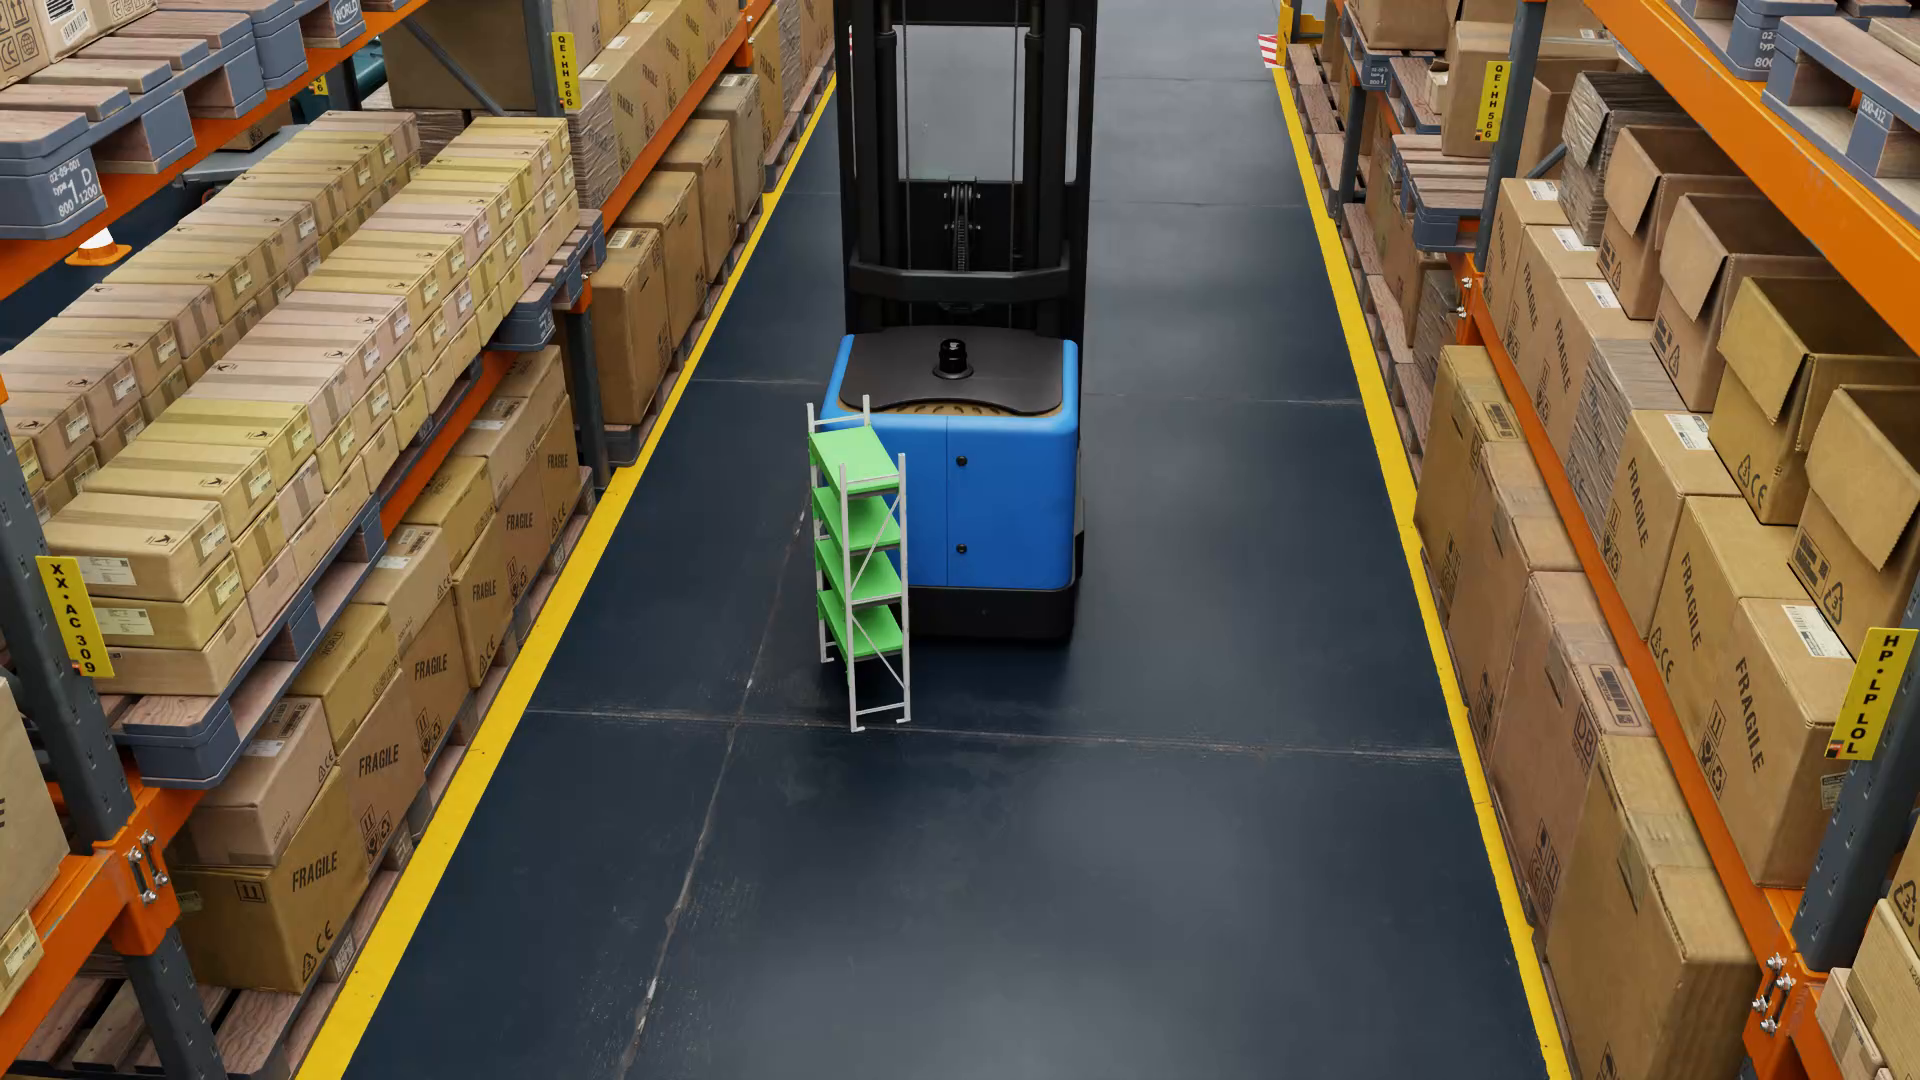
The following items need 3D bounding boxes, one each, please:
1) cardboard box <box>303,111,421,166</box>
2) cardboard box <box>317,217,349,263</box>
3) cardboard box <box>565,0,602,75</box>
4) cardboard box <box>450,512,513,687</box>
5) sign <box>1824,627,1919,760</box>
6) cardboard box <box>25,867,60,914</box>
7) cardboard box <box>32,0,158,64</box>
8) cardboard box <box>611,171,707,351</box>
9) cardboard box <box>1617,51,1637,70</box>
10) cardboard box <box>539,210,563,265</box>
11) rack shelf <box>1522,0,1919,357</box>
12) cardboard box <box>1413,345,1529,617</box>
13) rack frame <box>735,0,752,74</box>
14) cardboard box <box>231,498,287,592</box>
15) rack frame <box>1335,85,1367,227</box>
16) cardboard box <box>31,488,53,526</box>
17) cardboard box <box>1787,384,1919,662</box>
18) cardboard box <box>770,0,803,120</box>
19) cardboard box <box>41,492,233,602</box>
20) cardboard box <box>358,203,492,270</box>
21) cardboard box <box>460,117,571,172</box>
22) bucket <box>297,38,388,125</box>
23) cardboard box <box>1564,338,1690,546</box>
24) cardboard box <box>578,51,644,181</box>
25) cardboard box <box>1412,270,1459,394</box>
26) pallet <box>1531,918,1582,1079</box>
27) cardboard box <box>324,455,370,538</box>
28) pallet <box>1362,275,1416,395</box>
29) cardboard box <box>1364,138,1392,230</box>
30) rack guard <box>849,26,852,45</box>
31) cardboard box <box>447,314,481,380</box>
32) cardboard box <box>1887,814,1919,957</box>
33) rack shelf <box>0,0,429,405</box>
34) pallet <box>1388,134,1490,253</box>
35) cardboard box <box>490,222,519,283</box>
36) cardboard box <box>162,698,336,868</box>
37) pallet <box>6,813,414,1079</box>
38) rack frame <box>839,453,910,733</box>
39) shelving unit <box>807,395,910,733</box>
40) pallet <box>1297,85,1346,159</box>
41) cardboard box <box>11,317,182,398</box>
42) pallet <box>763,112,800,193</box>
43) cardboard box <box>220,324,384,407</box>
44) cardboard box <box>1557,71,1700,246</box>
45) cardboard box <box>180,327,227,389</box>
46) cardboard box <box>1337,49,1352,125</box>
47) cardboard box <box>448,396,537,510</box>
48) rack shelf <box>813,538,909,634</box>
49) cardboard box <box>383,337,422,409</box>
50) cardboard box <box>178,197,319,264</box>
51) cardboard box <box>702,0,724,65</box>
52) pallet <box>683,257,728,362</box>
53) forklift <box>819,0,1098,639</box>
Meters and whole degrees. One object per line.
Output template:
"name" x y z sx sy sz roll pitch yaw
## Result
"cardboard box" -2.460 -1.655 6.848 0.380 0.149 0.250 3 32 4
"cardboard box" -2.527 -1.106 6.241 0.380 0.149 0.250 3 32 4
"cardboard box" -2.142 -2.532 7.952 0.700 0.500 0.500 2 32 3
"cardboard box" -2.095 0.224 6.510 0.500 0.500 0.500 1 32 2
"sign" 1.839 0.314 3.354 0.100 0.325 0.005 2 32 4
"cardboard box" -2.344 0.793 3.844 0.380 0.149 0.250 2 32 3
"cardboard box" -2.273 -1.343 3.895 0.500 0.311 0.500 2 32 3
"cardboard box" -2.022 -1.558 9.163 1.050 0.750 0.750 3 32 5
"cardboard box" 3.072 -2.282 8.337 0.500 0.250 0.500 2 32 3
"cardboard box" -1.833 -1.230 6.726 0.380 0.149 0.250 2 32 4
"rack shelf" 2.544 -1.225 4.706 1.077 0.370 4.000 2 32 4
"cardboard box" 2.630 -0.215 6.864 1.225 0.875 0.875 1 32 2
"rack frame" -1.903 -3.657 10.825 1.000 3.000 0.127 2 32 4
"cardboard box" -2.045 0.006 4.437 0.380 0.149 0.250 2 32 3
"rack frame" 3.032 -3.392 10.395 1.000 3.000 0.127 2 32 4
"cardboard box" -2.698 -0.026 4.489 0.380 0.149 0.250 3 32 4
"cardboard box" 2.425 -0.013 3.860 0.797 0.503 0.637 2 32 3
"cardboard box" -1.712 -3.729 12.566 0.875 0.875 0.875 3 32 4
"cardboard box" -2.064 0.015 4.139 0.380 0.149 0.250 4 32 6
"cardboard box" -1.899 -1.081 5.917 0.380 0.149 0.250 2 32 4
"cardboard box" -1.812 -1.614 6.783 0.380 0.149 0.250 1 32 2
"bucket" -4.190 -3.080 11.560 0.726 0.611 0.620 14 44 21
"cardboard box" 2.275 -0.301 5.285 0.500 0.500 0.500 3 32 4
"cardboard box" -1.884 -2.097 8.198 0.500 0.500 0.500 2 32 4
"cardboard box" 2.774 -1.065 8.583 0.700 0.500 0.500 0 32 0
"pallet" 2.369 1.571 4.999 1.003 0.211 1.213 2 32 4
"cardboard box" -2.001 -0.139 4.955 0.380 0.149 0.250 3 32 4
"pallet" 2.874 -1.158 9.428 1.003 0.211 1.213 2 32 4
"cardboard box" 2.961 -2.195 10.416 0.700 0.500 0.500 0 32 0
"rack guard" -1.575 -4.697 14.895 1.175 0.500 0.348 2 32 4
"cardboard box" -1.920 -0.689 5.848 0.380 0.149 0.250 3 32 5
"cardboard box" 2.087 0.649 2.983 0.500 0.500 0.500 2 32 4
"rack shelf" -2.391 -1.490 5.136 1.077 0.370 4.000 2 32 4
"pallet" 2.658 -1.596 7.664 1.213 0.211 1.003 2 32 4
"cardboard box" -1.875 -1.078 6.195 0.380 0.149 0.250 3 32 4
"cardboard box" -2.231 0.717 4.994 0.500 0.250 0.500 1 32 2
"pallet" -2.492 1.306 5.429 1.003 0.211 1.213 2 32 4
"rack frame" -0.313 0.222 6.246 0.240 1.200 0.015 -10 33 -15
"shelving unit" -0.388 0.100 6.444 0.258 1.200 0.503 -10 33 -15
"pallet" 3.148 -3.197 12.737 1.003 0.211 1.213 2 32 4
"cardboard box" -2.628 -0.558 5.069 0.380 0.149 0.250 1 32 2
"pallet" -1.763 -2.864 12.196 1.003 0.211 1.213 2 32 4
"cardboard box" -1.981 -0.529 5.022 0.380 0.149 0.250 2 32 4
"cardboard box" 2.631 -1.389 6.093 0.797 0.503 0.637 3 32 6
"cardboard box" -2.615 -0.578 5.385 0.380 0.149 0.250 3 32 4
"cardboard box" 3.116 -3.342 12.296 0.500 0.500 0.500 0 32 0
"cardboard box" -2.053 -0.366 6.752 0.500 0.250 0.500 3 32 5
"rack shelf" -0.388 0.155 6.477 0.258 0.148 0.480 -10 33 -15
"cardboard box" -1.962 -0.545 5.331 0.380 0.149 0.250 2 32 3
"cardboard box" -2.545 -1.108 5.961 0.380 0.149 0.250 4 32 6
"cardboard box" -1.720 -3.151 9.909 0.500 0.500 0.500 2 32 3
"pallet" -1.987 -1.423 9.858 1.003 0.211 1.213 2 32 4
"forklift" 0.037 -1.578 7.517 1.130 2.935 3.031 2 32 3
